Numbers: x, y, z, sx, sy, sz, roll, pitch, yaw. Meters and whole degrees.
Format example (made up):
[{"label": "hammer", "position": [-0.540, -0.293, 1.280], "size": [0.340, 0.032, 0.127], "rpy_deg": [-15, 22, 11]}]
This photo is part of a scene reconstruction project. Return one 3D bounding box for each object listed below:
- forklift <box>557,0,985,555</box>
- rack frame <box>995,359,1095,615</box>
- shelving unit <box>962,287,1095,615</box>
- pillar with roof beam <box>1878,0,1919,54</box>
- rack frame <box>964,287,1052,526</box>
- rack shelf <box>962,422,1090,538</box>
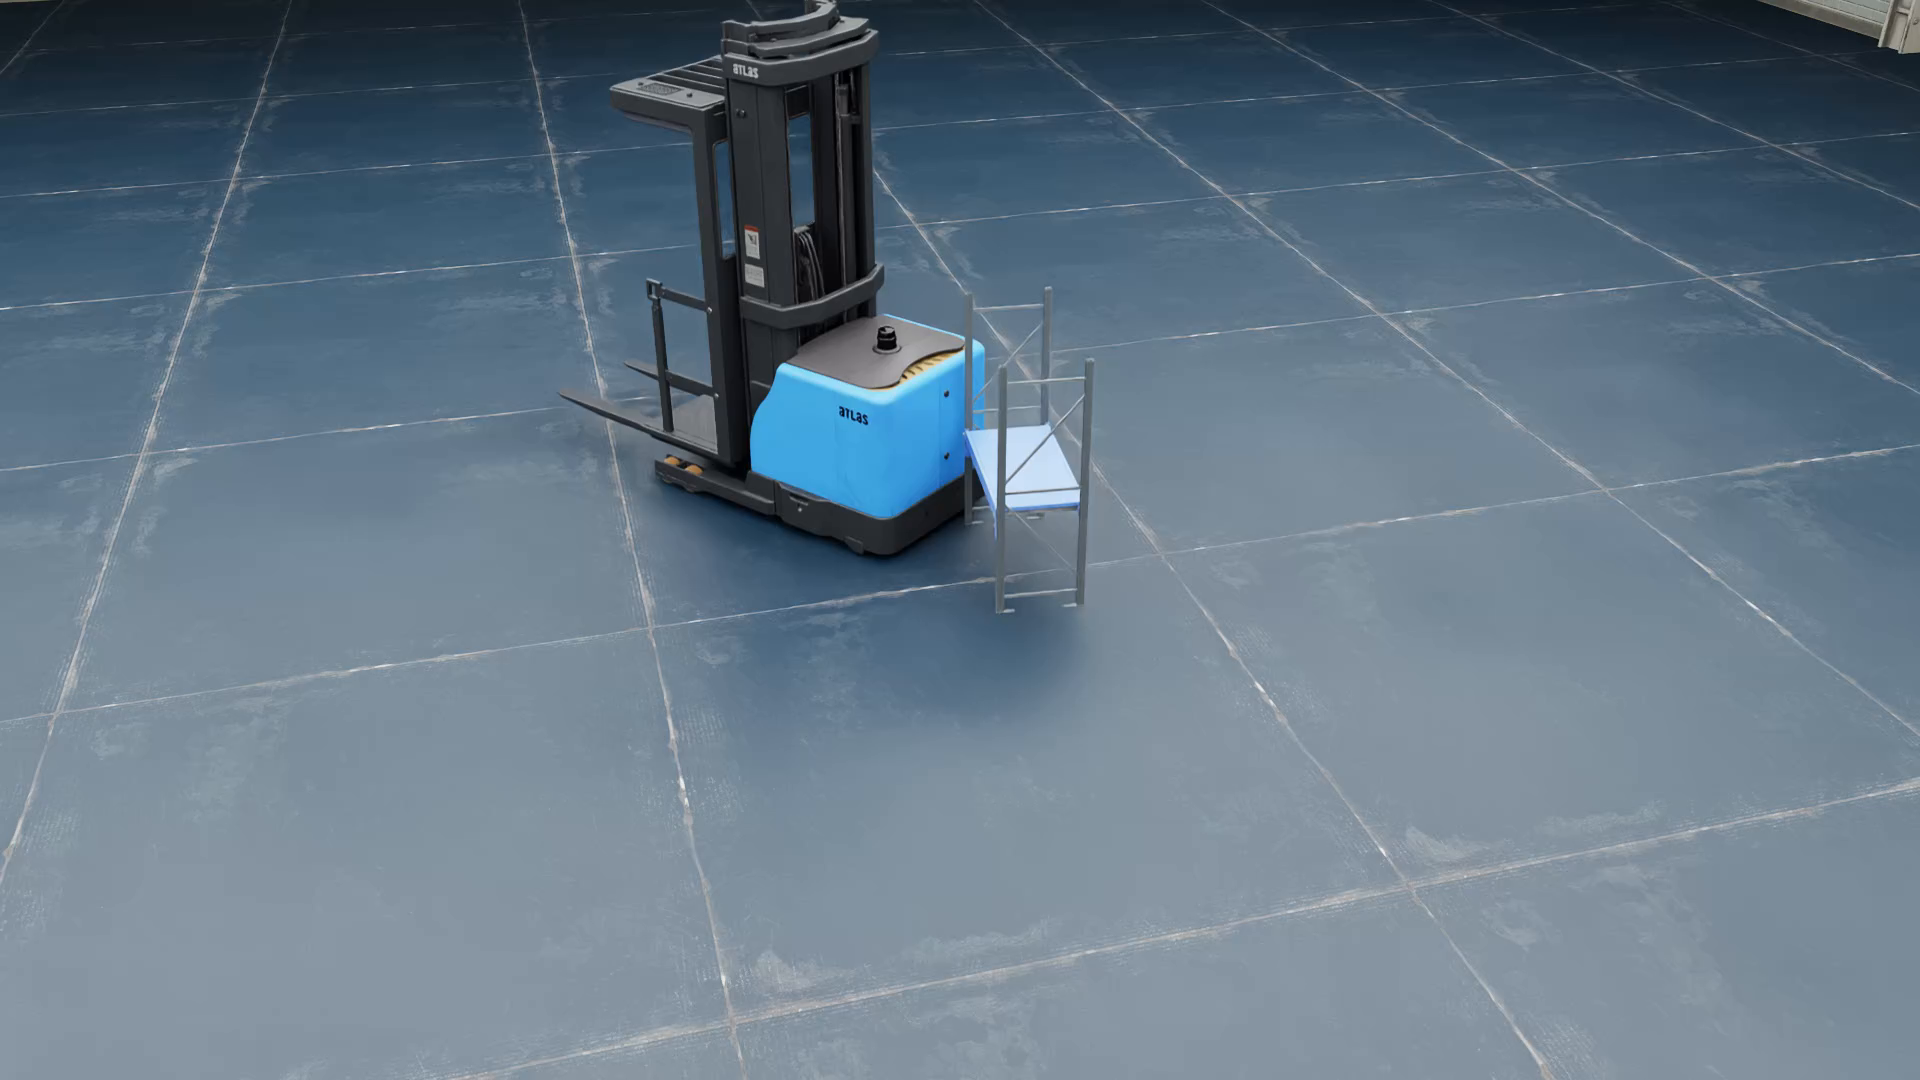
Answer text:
[{"label": "forklift", "position": [-1.321, -1.761, 10.098], "size": [3.031, 2.935, 1.130], "rpy_deg": [20, 36, 31]}, {"label": "rack frame", "position": [0.446, -0.261, 8.935], "size": [0.500, 1.500, 0.032], "rpy_deg": [-5, 30, -8]}, {"label": "shelving unit", "position": [0.361, -0.512, 9.368], "size": [0.538, 1.500, 1.048], "rpy_deg": [-5, 30, -8]}, {"label": "pillar with roof beam", "position": [7.361, -9.338, 17.131], "size": [9.100, 9.000, 0.400], "rpy_deg": [-8, 31, -13]}, {"label": "rack frame", "position": [0.276, -0.763, 9.802], "size": [0.500, 1.500, 0.032], "rpy_deg": [-5, 30, -8]}, {"label": "rack shelf", "position": [0.361, -0.356, 9.459], "size": [0.538, 0.185, 1.000], "rpy_deg": [-5, 30, -8]}]
